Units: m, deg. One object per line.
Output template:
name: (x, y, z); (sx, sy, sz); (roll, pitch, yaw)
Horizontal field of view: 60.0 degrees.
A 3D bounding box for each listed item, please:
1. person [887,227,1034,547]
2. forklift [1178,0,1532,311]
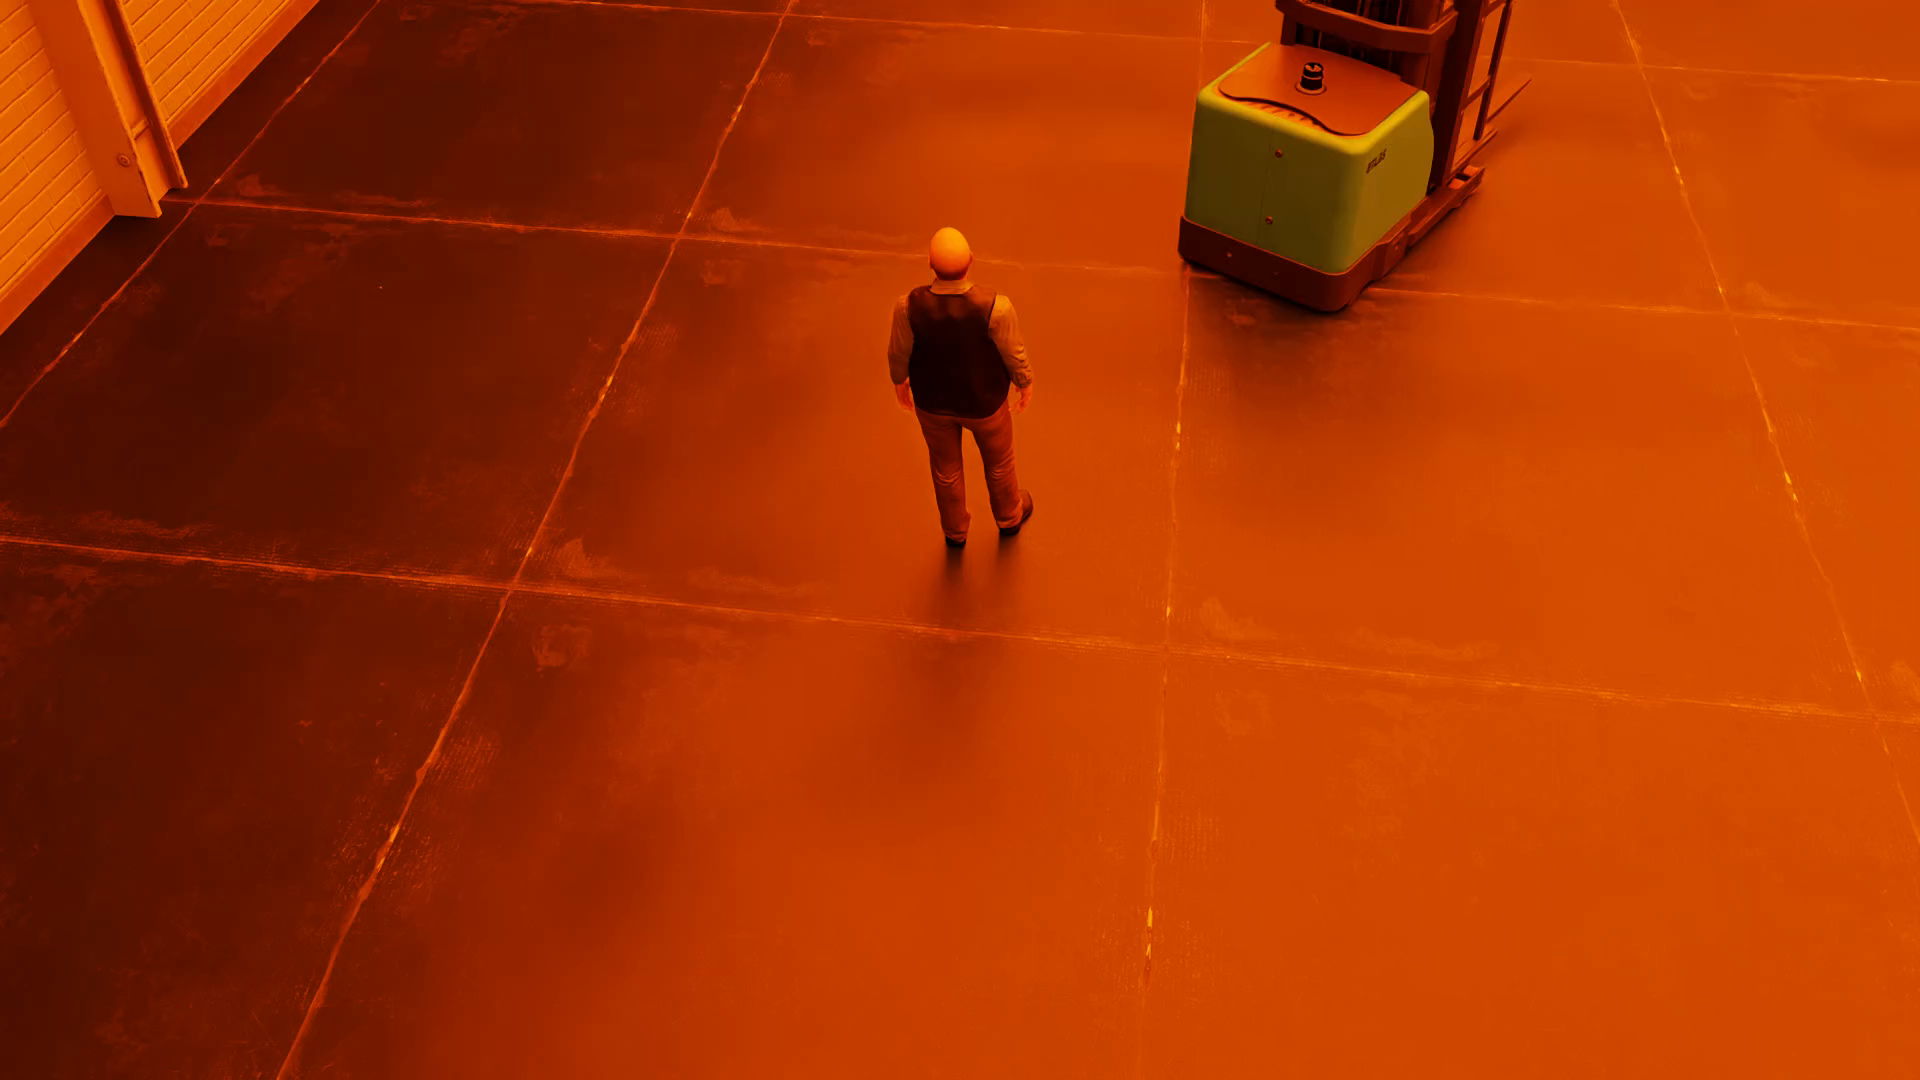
person: (0.015, -0.681, 7.349); (0.633, 1.722, 0.566); (5, 43, 6)
forklift: (2.552, -3.283, 9.298); (1.130, 2.935, 3.031); (27, 49, 27)
